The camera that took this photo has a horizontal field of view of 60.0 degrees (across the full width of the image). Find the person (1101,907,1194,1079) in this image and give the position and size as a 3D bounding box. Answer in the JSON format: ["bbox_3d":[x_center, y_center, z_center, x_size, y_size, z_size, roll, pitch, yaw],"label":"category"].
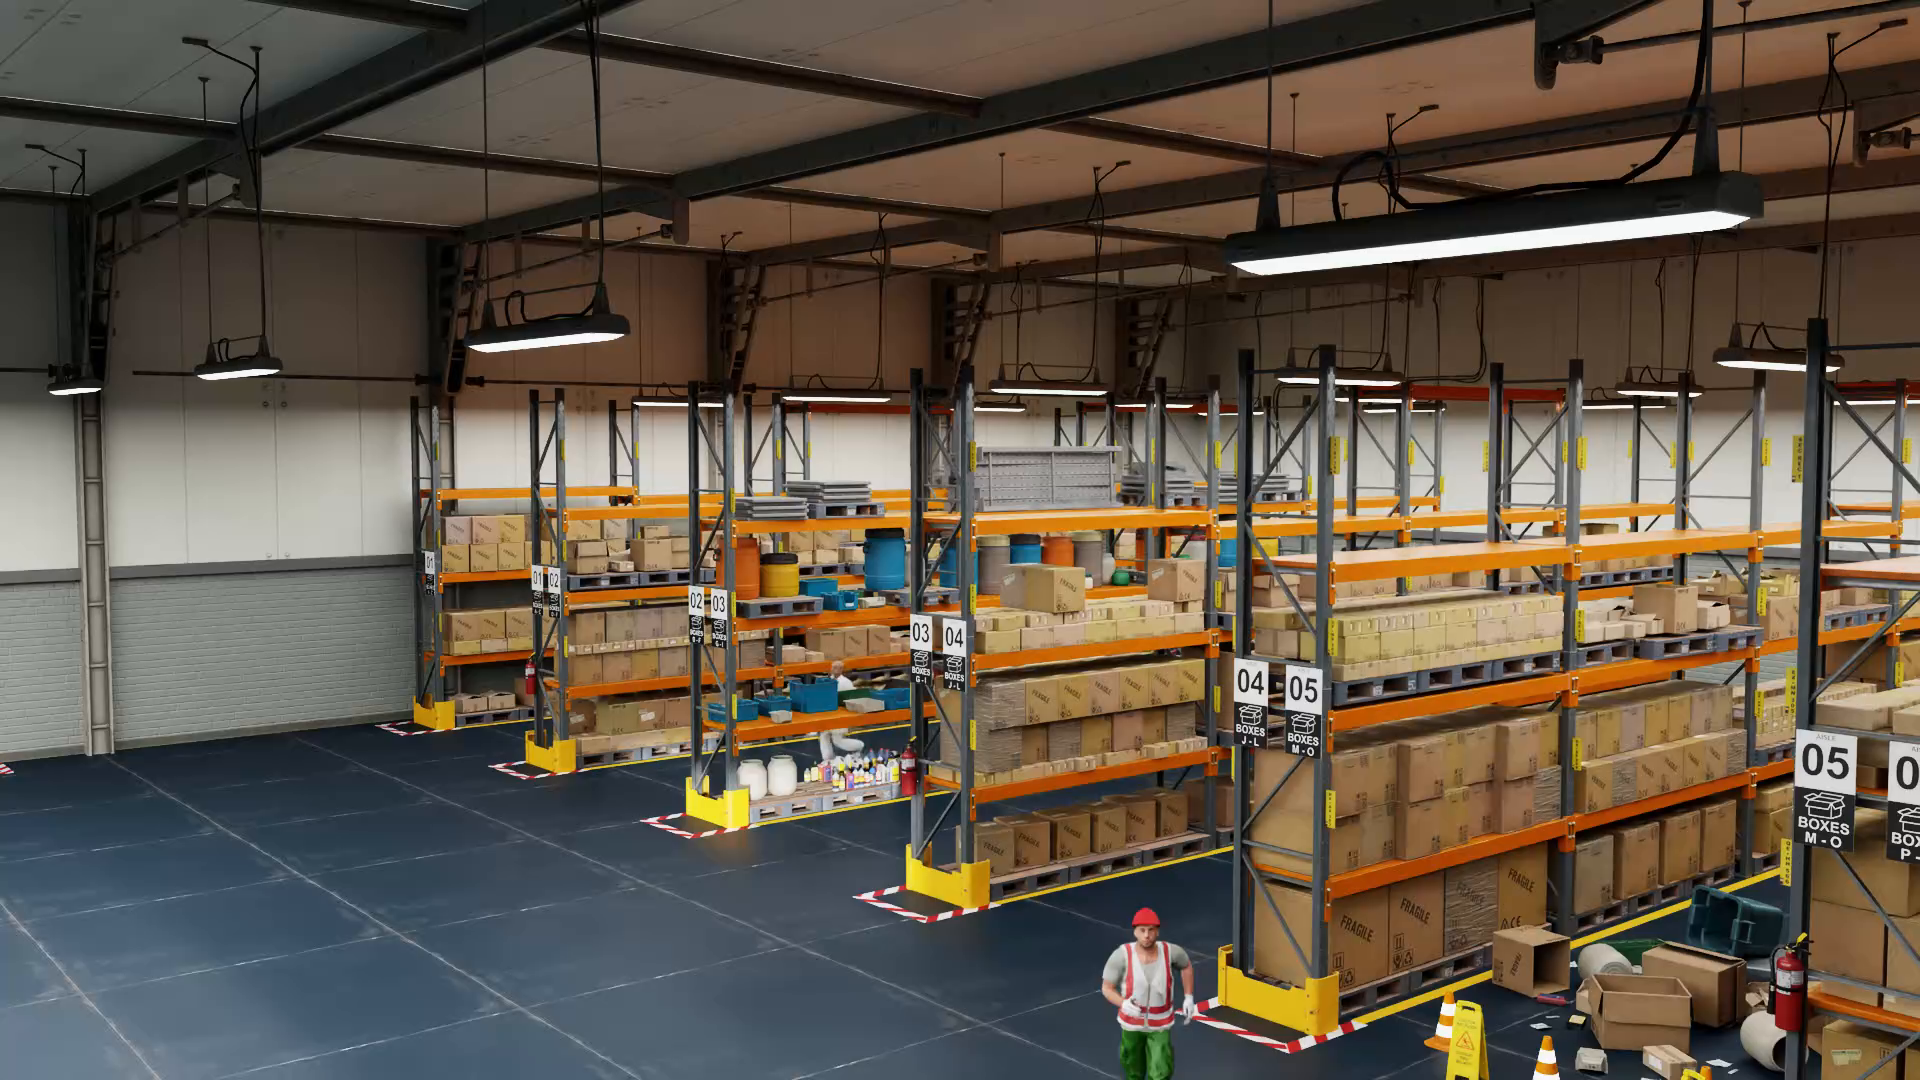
[{"bbox_3d":[1.362,3.581,12.062,0.675,1.871,0.772,0,3,5],"label":"person"}]

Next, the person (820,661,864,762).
[{"bbox_3d":[-1.906,2.765,26.015,0.711,1.769,0.899,3,5,43],"label":"person"}]

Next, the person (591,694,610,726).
[{"bbox_3d":[-6.295,2.618,29.261,0.643,1.710,0.997,3,4,38],"label":"person"}]
